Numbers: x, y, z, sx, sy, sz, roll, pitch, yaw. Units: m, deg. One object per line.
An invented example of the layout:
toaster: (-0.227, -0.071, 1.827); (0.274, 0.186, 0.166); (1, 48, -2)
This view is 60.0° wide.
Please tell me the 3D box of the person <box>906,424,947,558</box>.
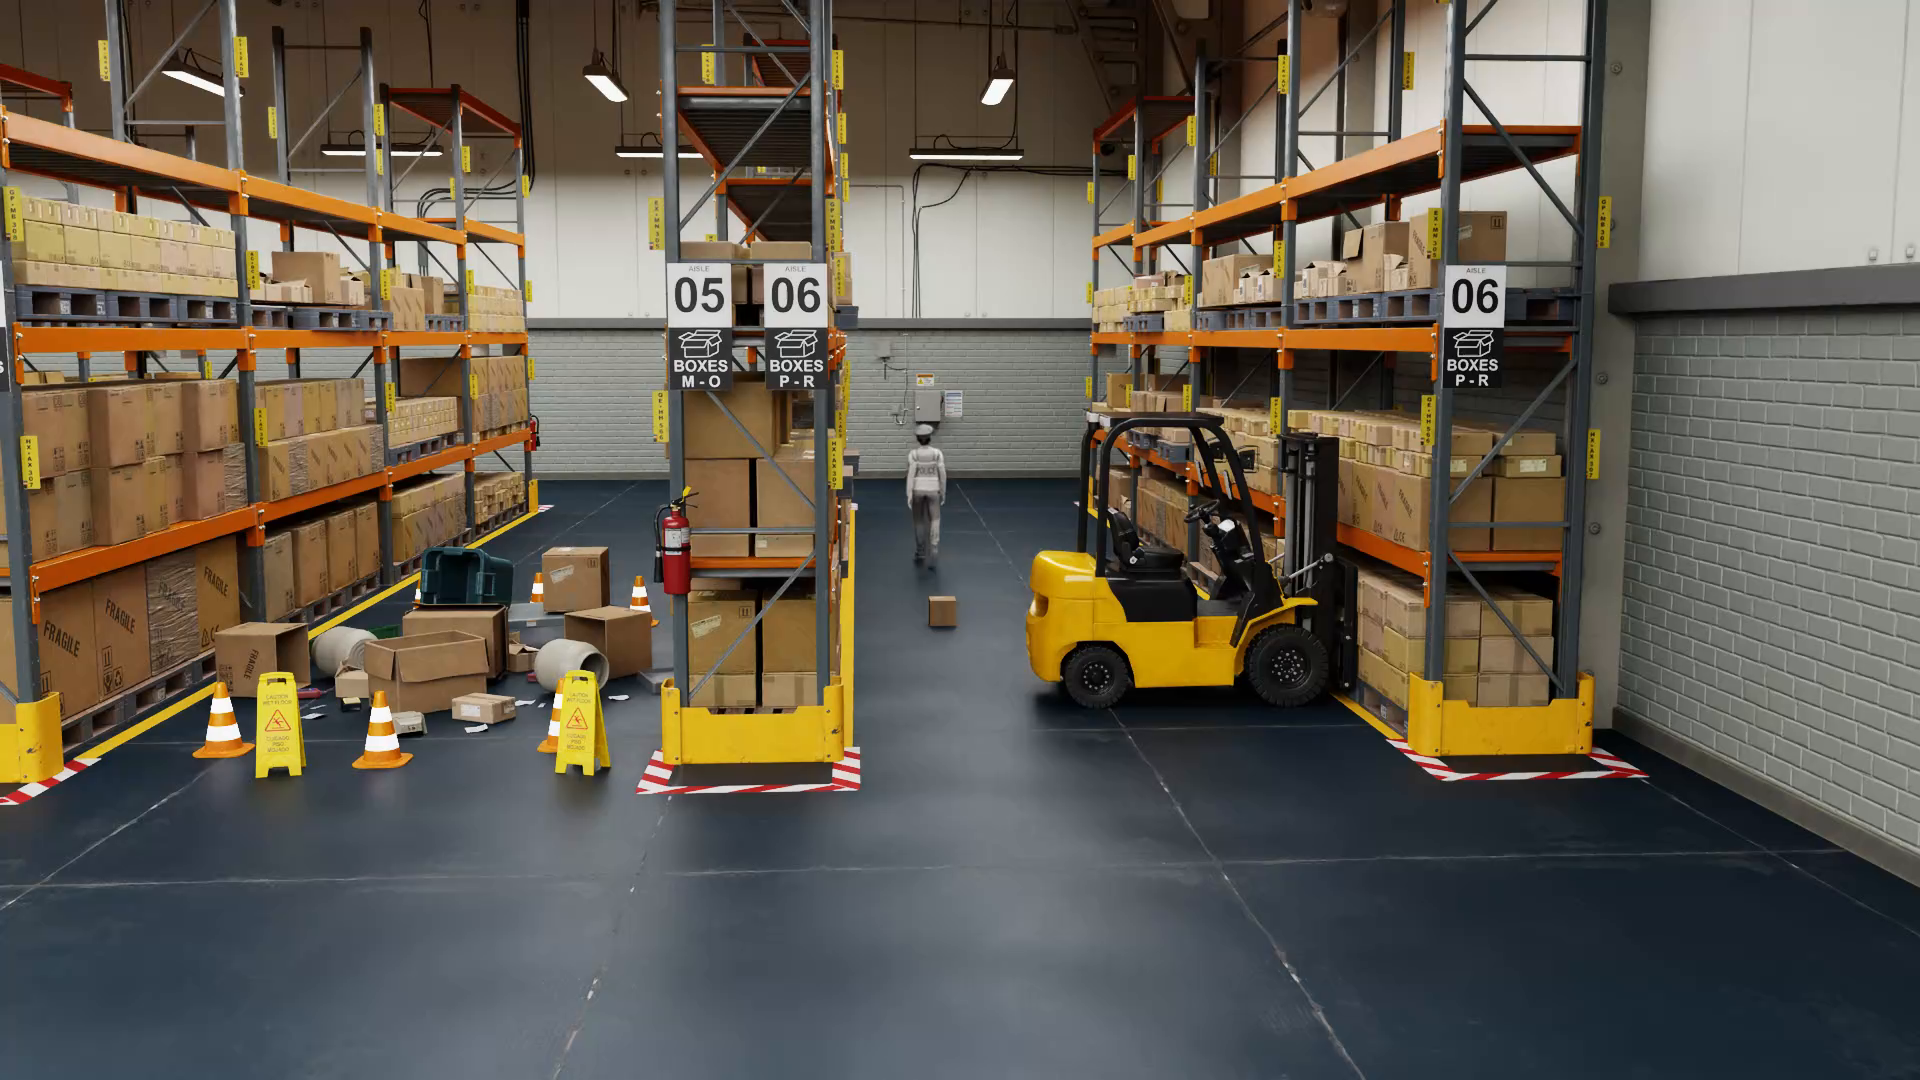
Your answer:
person: (-0.409, -0.572, 20.277); (0.494, 1.645, 0.817); (-1, 7, -5)
